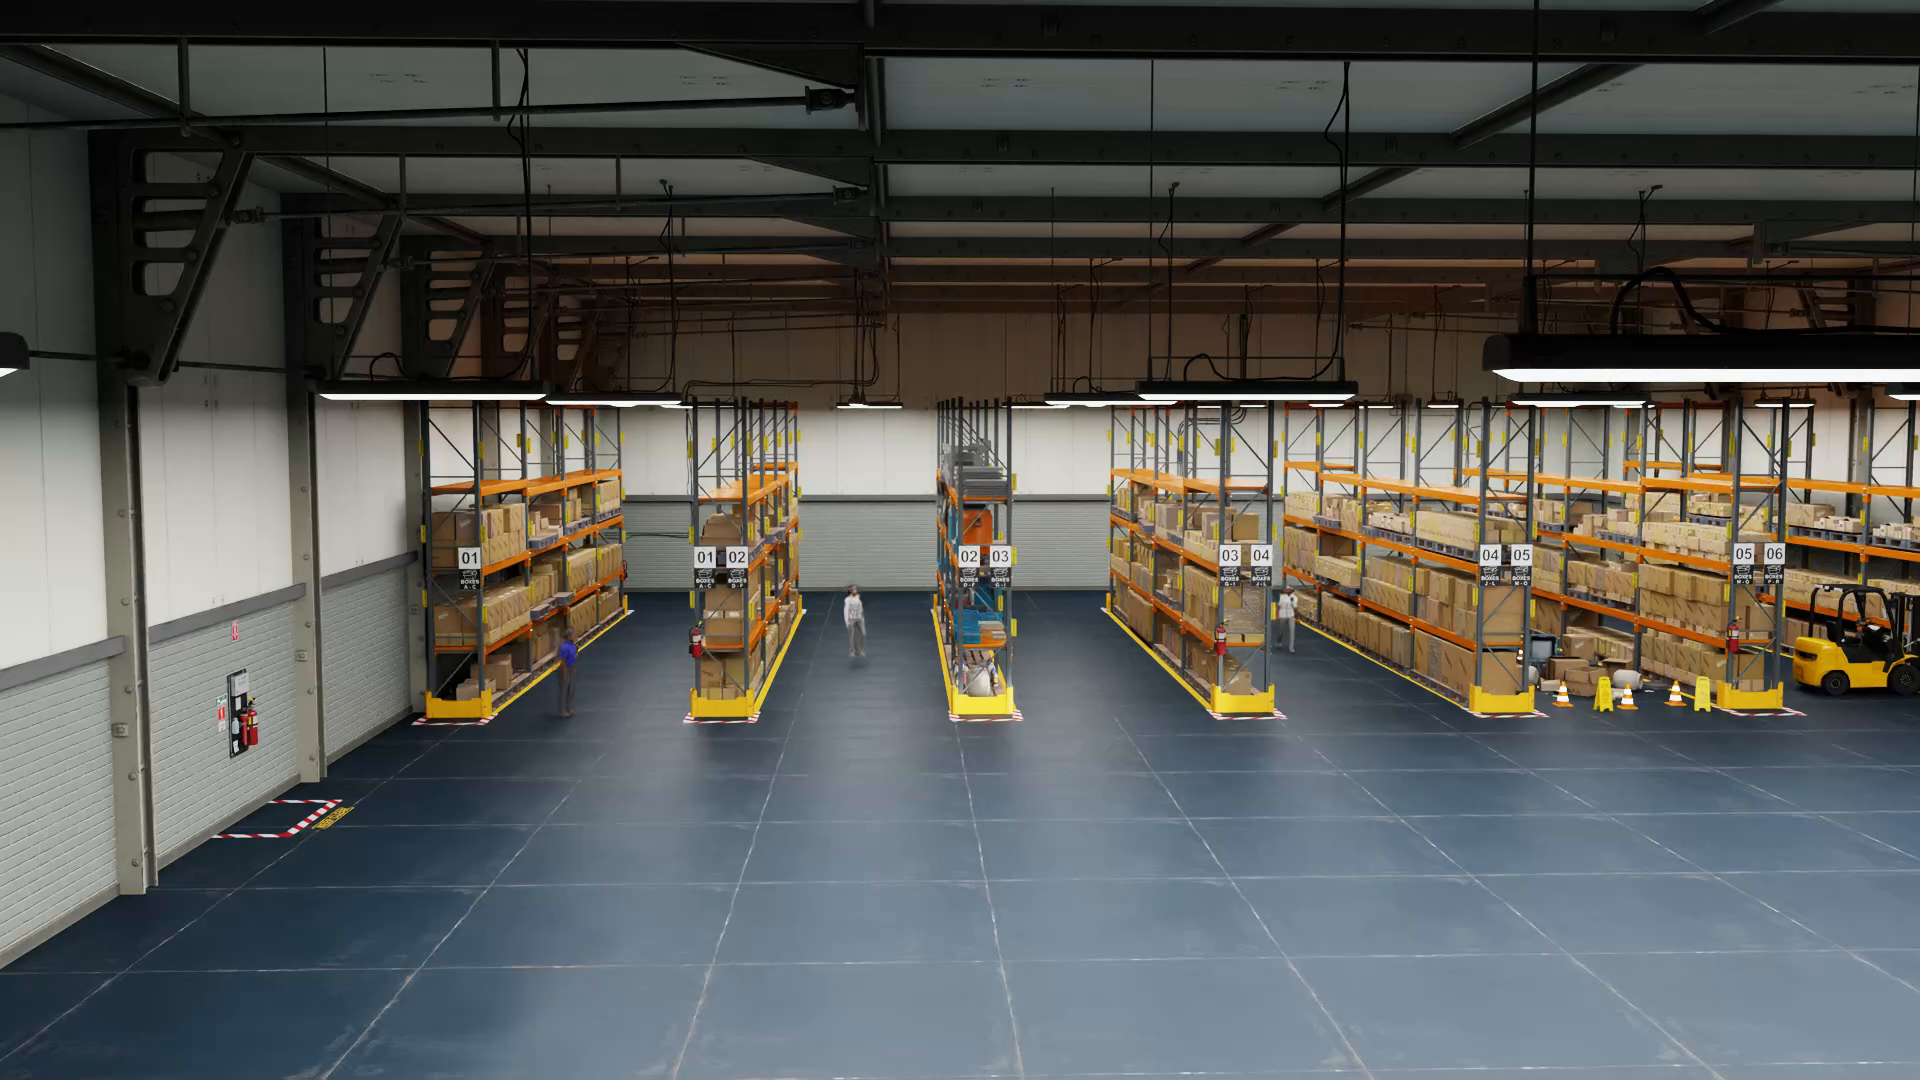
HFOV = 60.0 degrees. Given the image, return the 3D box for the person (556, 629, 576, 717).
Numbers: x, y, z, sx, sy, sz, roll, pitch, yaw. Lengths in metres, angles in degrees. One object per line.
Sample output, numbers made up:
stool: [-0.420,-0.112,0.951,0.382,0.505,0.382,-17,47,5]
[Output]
person: [-7.393,2.488,31.291,0.359,1.667,0.482,1,5,14]

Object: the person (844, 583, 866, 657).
person: [-2.415,1.843,38.238,0.569,1.721,0.423,-2,5,-23]

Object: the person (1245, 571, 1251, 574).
person: [8.504,1.068,48.642,0.526,1.772,0.618,-3,5,-31]

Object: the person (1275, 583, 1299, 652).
person: [7.819,1.850,39.769,0.568,1.616,0.935,0,4,4]
